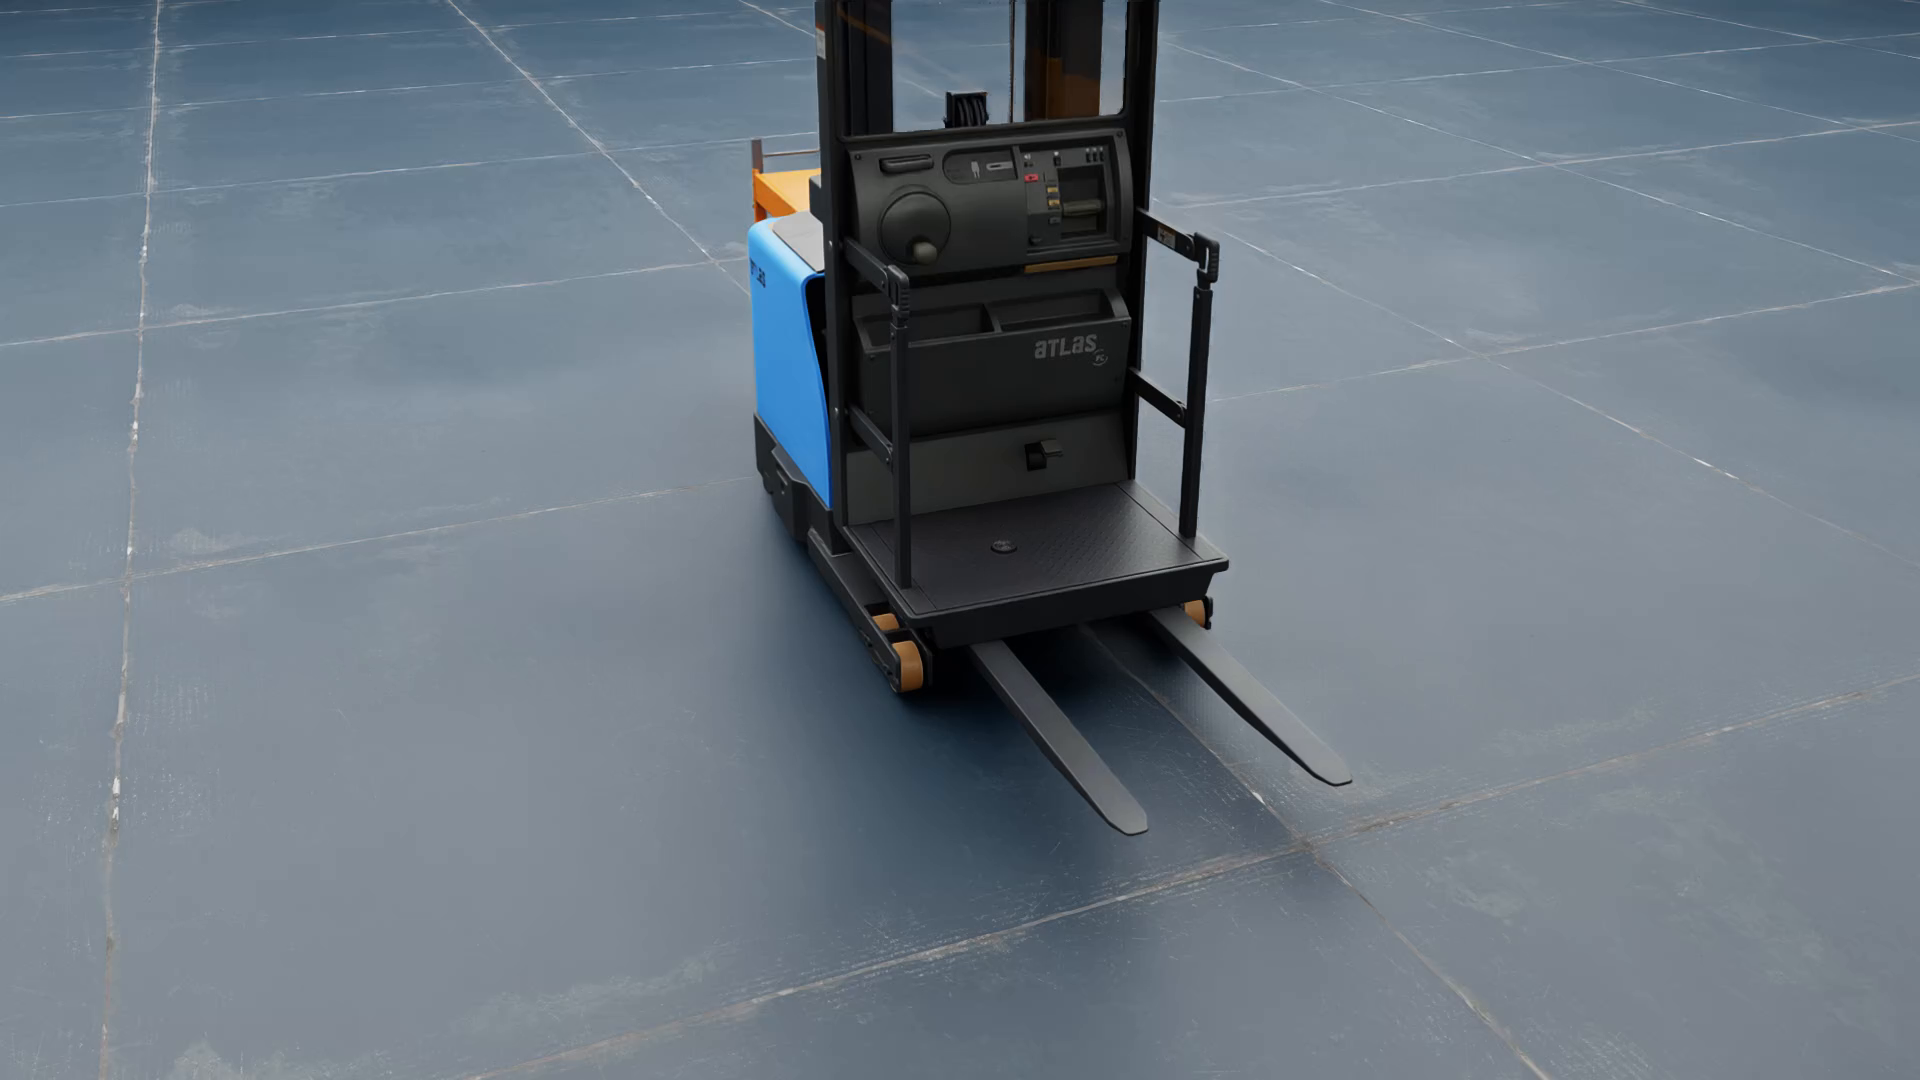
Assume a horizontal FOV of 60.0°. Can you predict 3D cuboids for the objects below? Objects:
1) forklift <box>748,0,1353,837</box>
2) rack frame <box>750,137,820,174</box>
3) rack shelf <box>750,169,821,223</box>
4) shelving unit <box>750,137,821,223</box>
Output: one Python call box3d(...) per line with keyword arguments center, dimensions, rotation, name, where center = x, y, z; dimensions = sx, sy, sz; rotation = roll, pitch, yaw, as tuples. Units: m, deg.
box3d(center=(0.189, -1.041, 5.041), dimensions=(1.130, 2.935, 3.031), rotation=(-10, 28, -19), name="forklift")
box3d(center=(-0.682, -1.293, 7.616), dimensions=(0.500, 1.125, 0.032), rotation=(-10, 28, -19), name="rack frame")
box3d(center=(-0.498, -1.348, 7.061), dimensions=(0.538, 0.278, 1.000), rotation=(-10, 28, -19), name="rack shelf")
box3d(center=(-0.498, -1.085, 7.190), dimensions=(0.538, 1.125, 1.048), rotation=(-10, 28, -19), name="shelving unit")
